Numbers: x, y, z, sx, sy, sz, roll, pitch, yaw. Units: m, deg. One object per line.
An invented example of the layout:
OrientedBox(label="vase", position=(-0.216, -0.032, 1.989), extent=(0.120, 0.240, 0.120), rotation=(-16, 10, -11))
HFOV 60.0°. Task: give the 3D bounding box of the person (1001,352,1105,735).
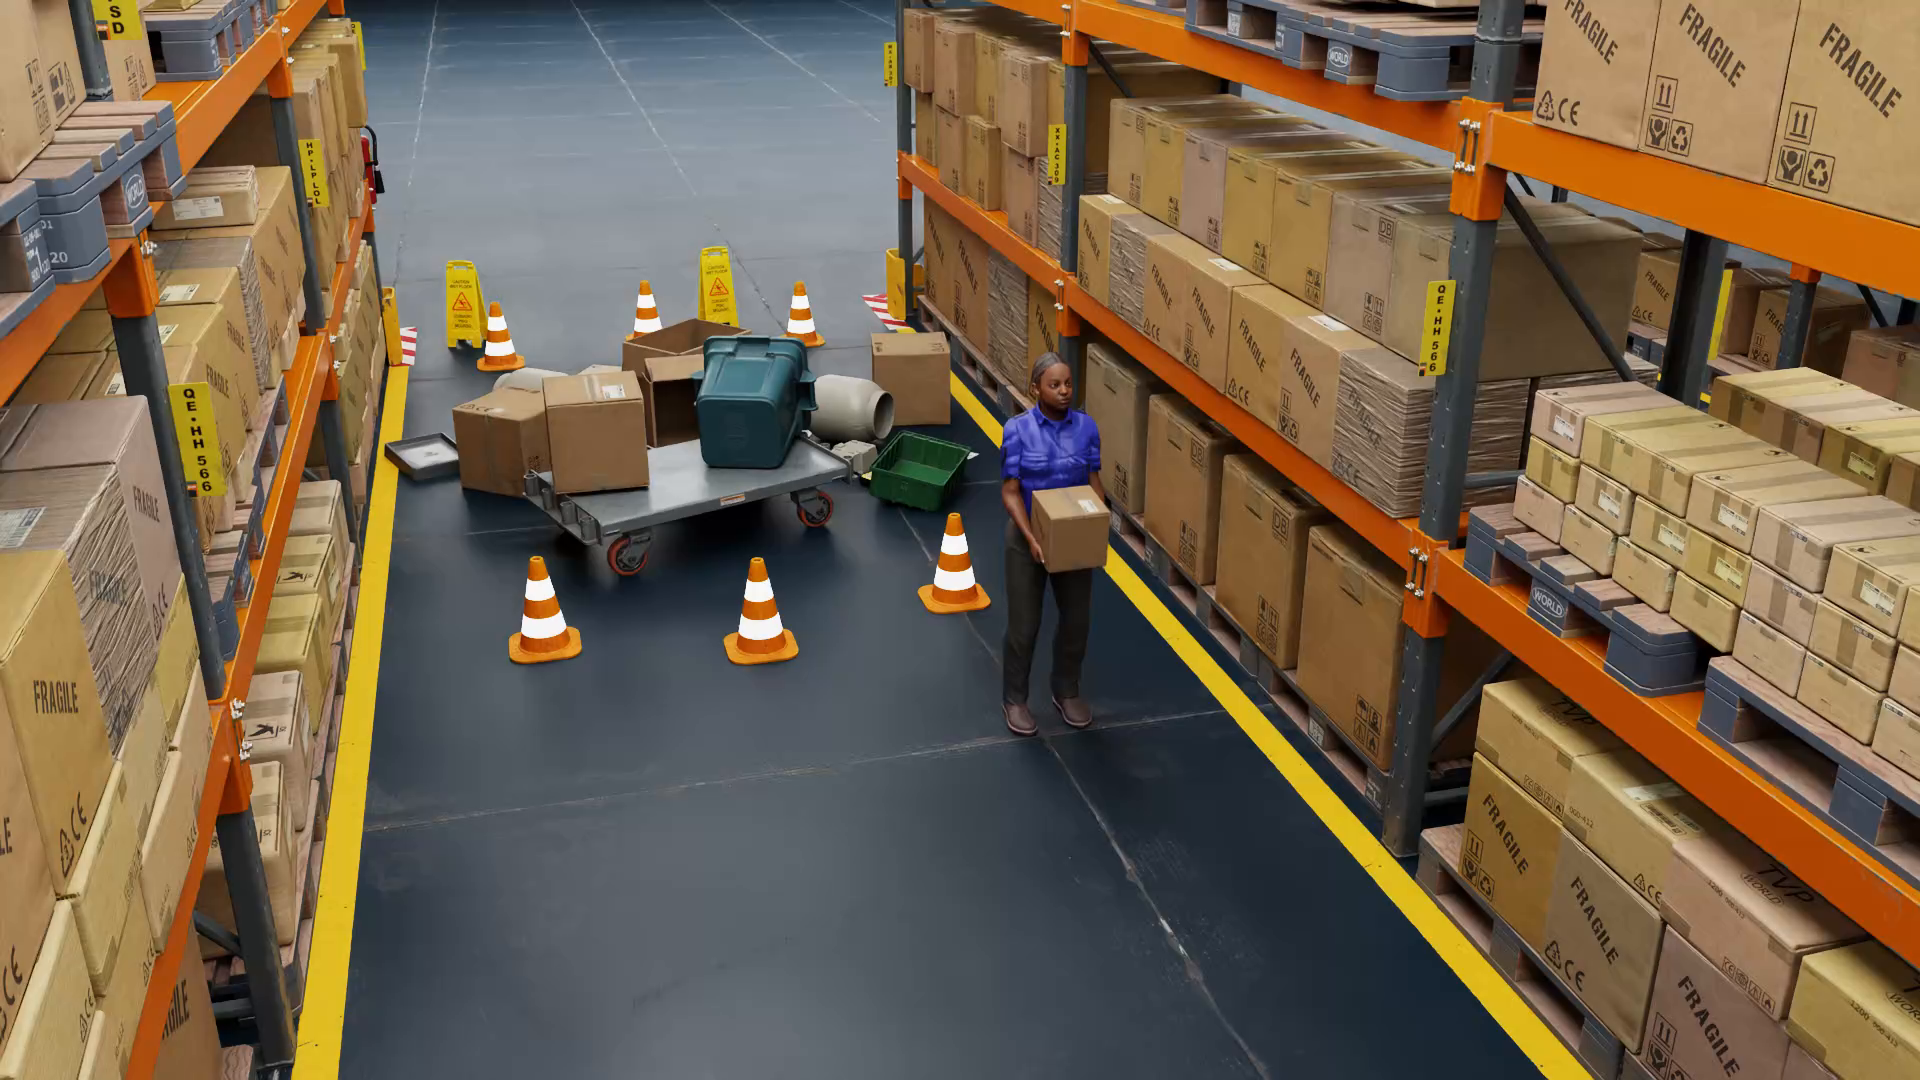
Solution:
OrientedBox(label="person", position=(0.400, 0.048, 7.001), extent=(0.448, 1.646, 0.514), rotation=(-6, 24, -14))
